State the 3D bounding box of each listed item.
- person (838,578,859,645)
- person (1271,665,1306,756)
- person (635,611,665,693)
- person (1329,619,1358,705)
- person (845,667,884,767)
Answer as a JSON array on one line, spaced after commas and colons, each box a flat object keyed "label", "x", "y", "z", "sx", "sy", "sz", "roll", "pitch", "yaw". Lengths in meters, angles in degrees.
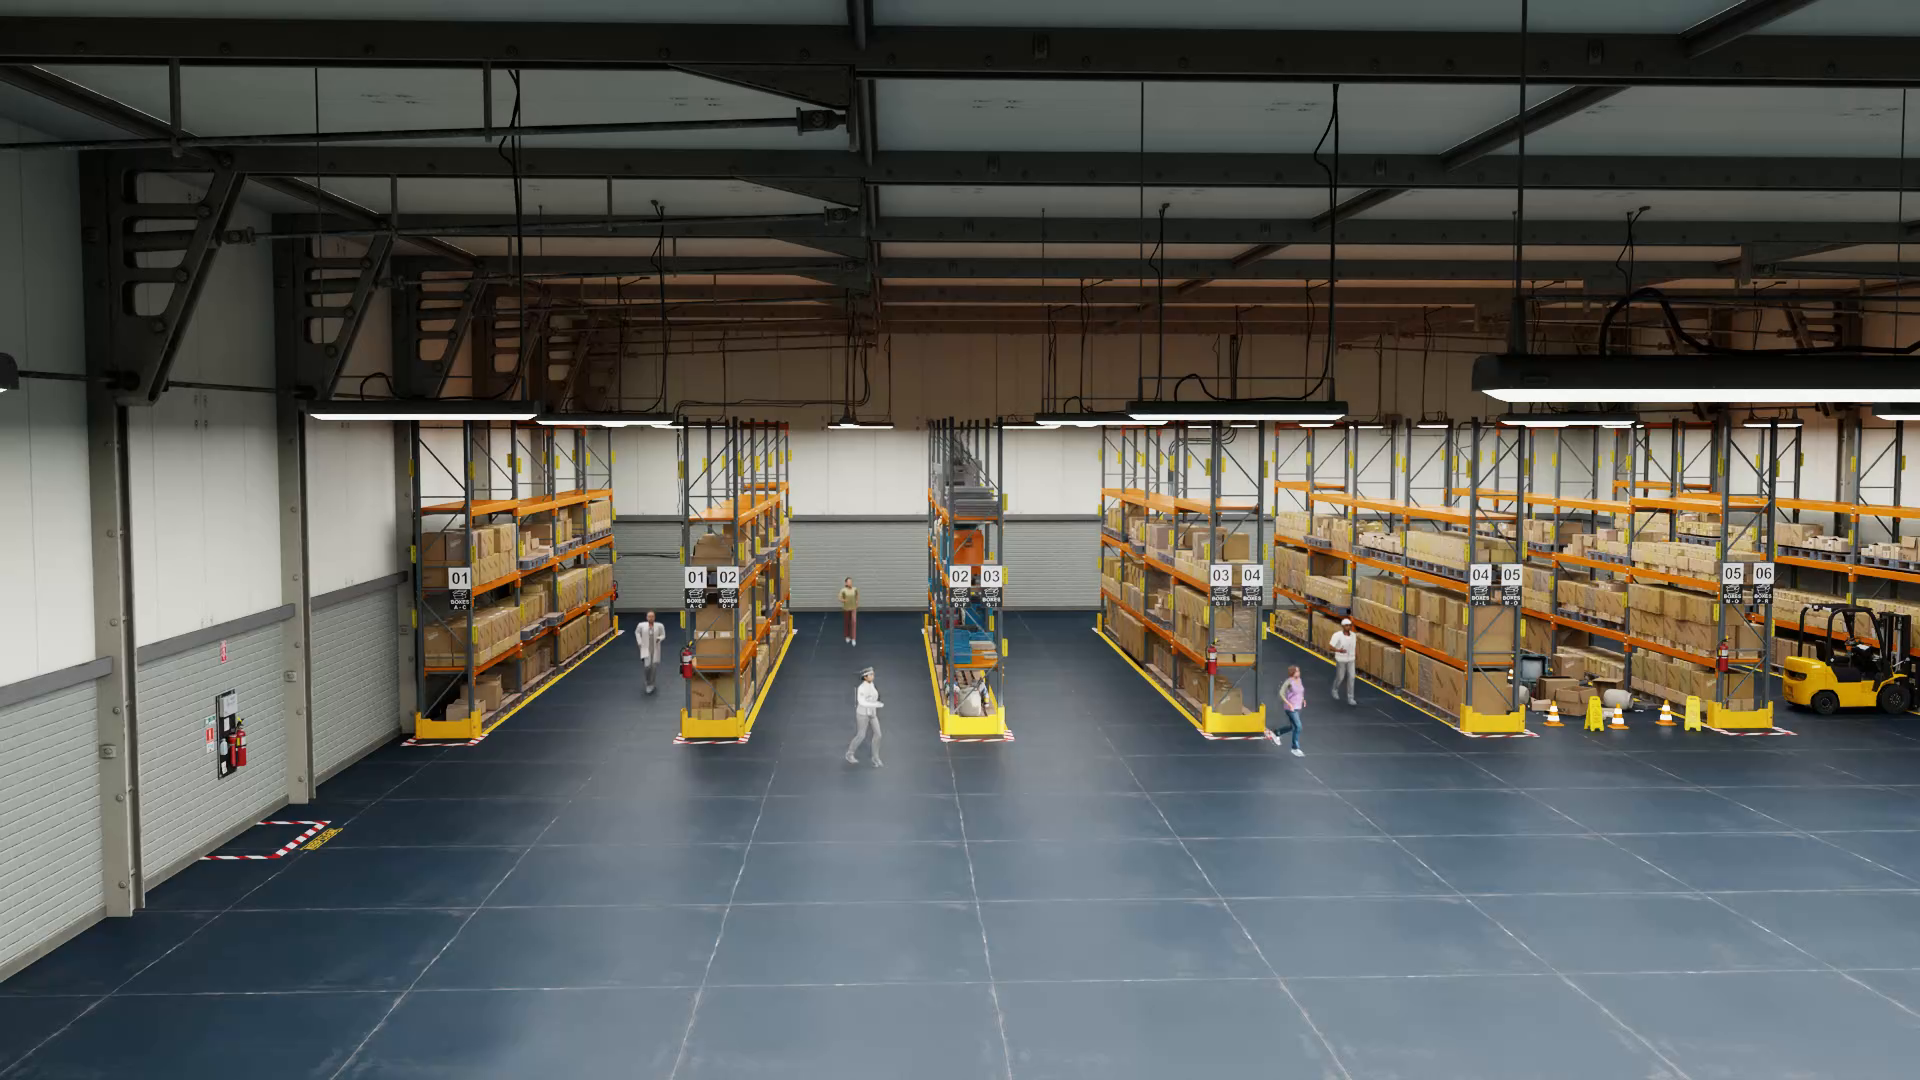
[{"label": "person", "x": -2.827, "y": 1.808, "z": 42.555, "sx": 0.576, "sy": 1.697, "sz": 0.889, "roll": -1, "pitch": 4, "yaw": -13}, {"label": "person", "x": 5.835, "y": 3.009, "z": 29.570, "sx": 0.711, "sy": 1.608, "sz": 0.535, "roll": 4, "pitch": 5, "yaw": 44}, {"label": "person", "x": -6.800, "y": 2.468, "z": 36.599, "sx": 0.613, "sy": 1.814, "sz": 0.909, "roll": -1, "pitch": 4, "yaw": -19}, {"label": "person", "x": 8.092, "y": 2.528, "z": 34.936, "sx": 0.705, "sy": 1.758, "sz": 0.911, "roll": -1, "pitch": 4, "yaw": -12}, {"label": "person", "x": -1.608, "y": 3.036, "z": 28.432, "sx": 0.745, "sy": 1.767, "sz": 0.627, "roll": 2, "pitch": 4, "yaw": 27}]
